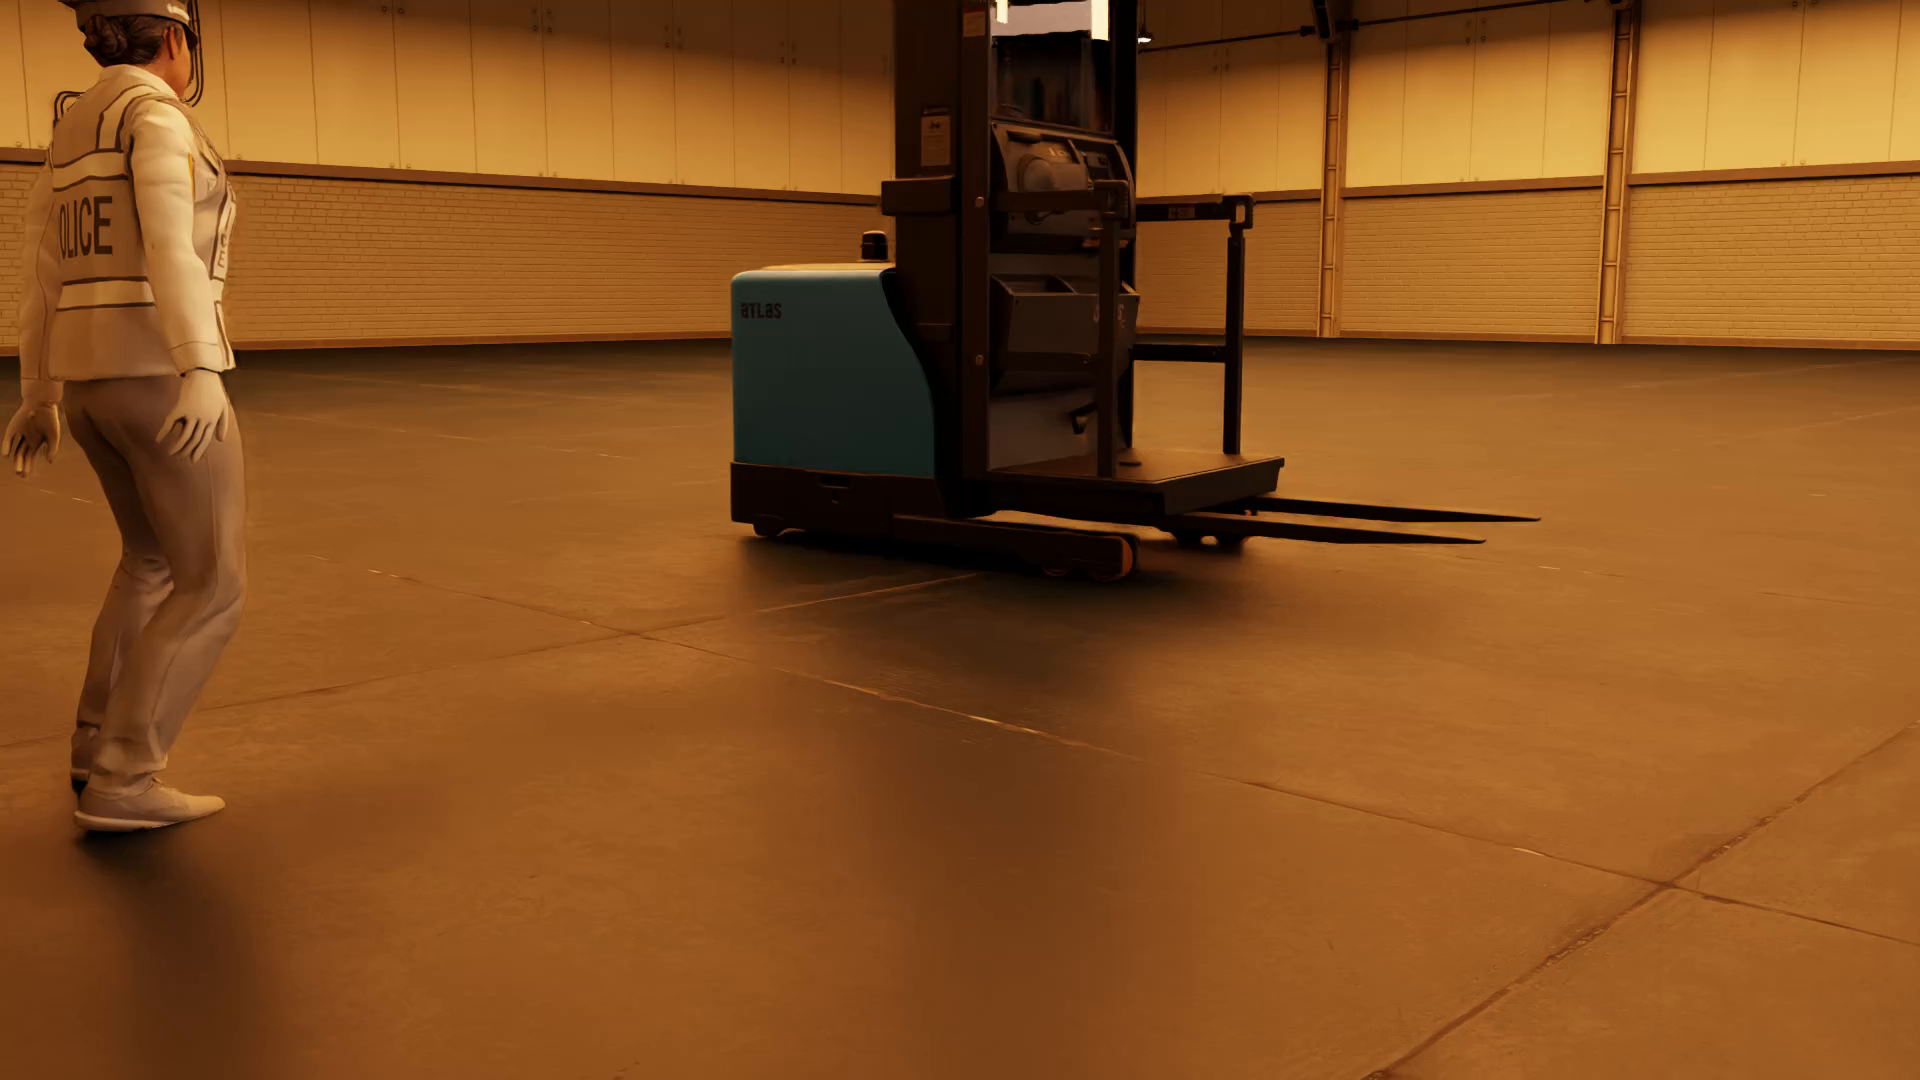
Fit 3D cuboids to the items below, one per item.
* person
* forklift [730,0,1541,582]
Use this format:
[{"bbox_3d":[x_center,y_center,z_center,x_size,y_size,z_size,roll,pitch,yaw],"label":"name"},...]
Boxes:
[{"bbox_3d":[-1.593,-0.268,3.199,0.810,1.642,0.423,8,11,41],"label":"person"},{"bbox_3d":[0.568,-1.393,6.125,3.031,2.935,1.130,6,10,34],"label":"forklift"}]
